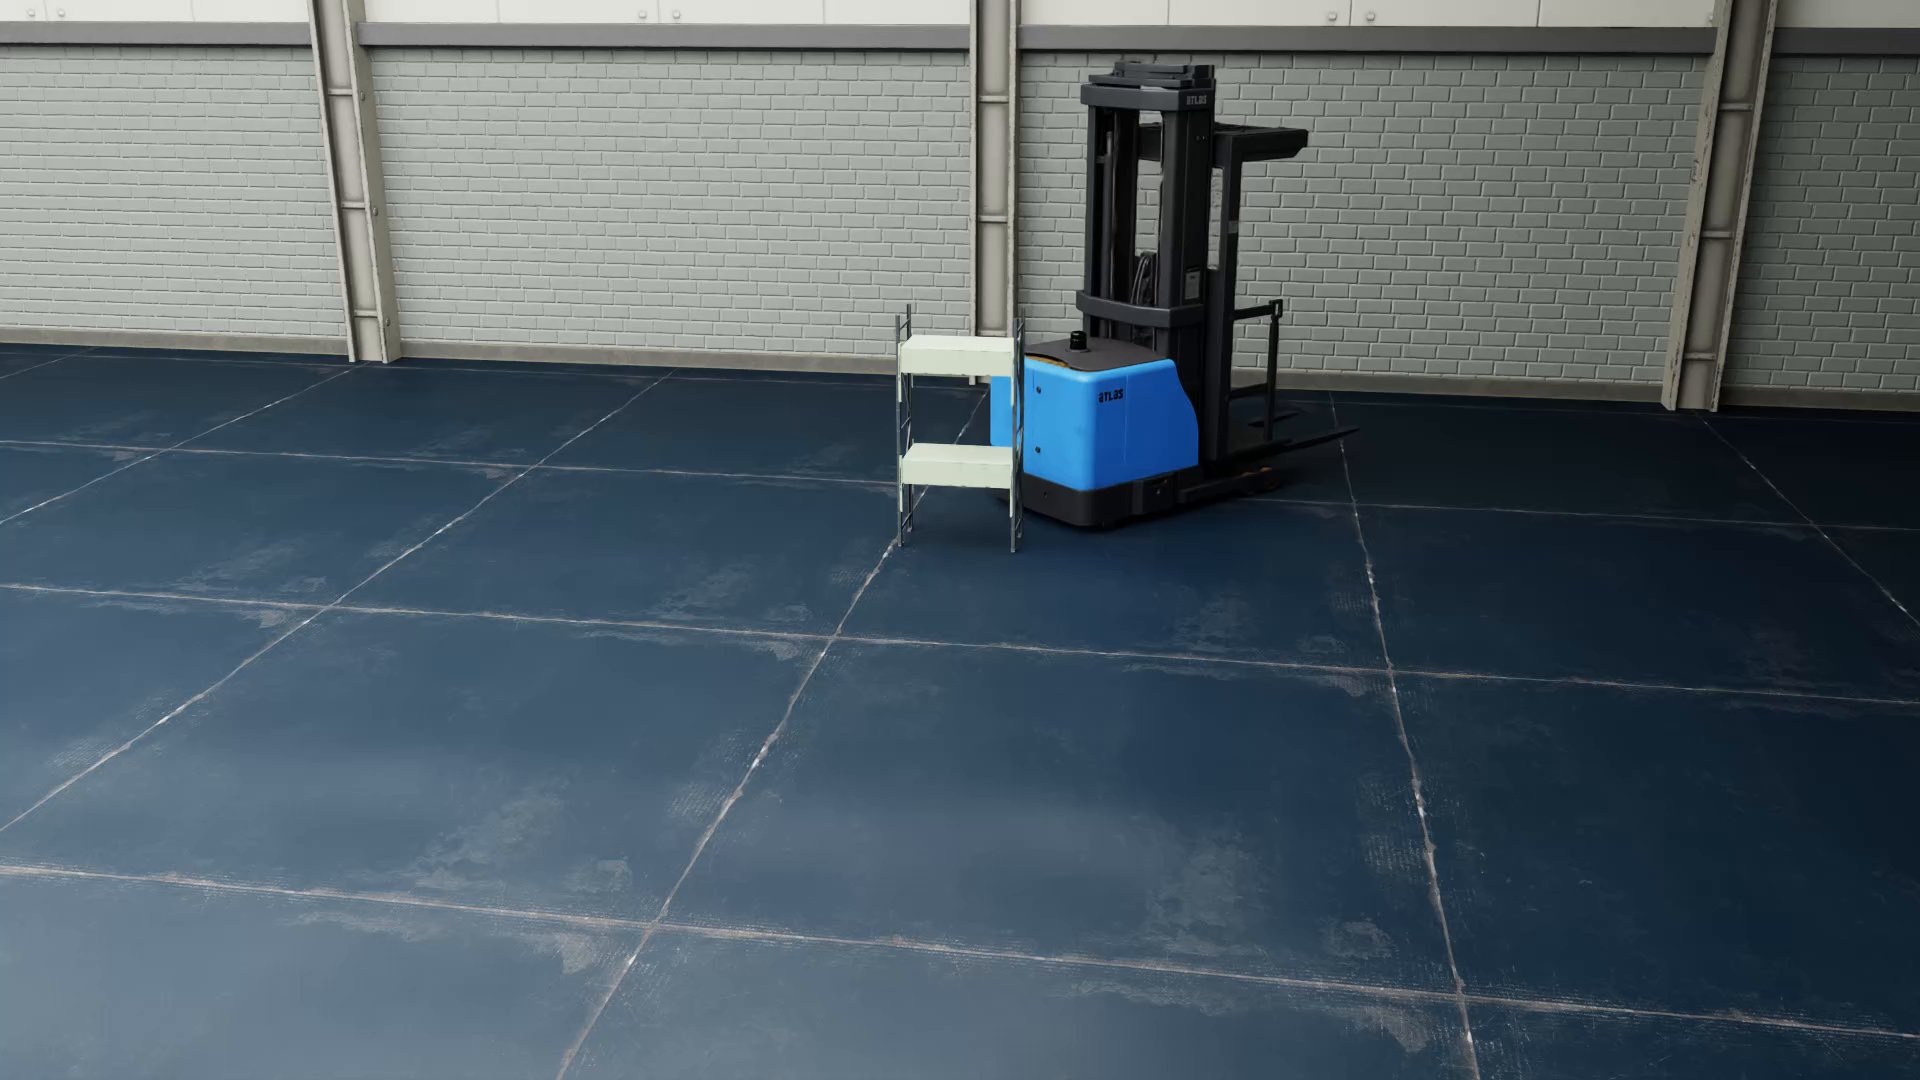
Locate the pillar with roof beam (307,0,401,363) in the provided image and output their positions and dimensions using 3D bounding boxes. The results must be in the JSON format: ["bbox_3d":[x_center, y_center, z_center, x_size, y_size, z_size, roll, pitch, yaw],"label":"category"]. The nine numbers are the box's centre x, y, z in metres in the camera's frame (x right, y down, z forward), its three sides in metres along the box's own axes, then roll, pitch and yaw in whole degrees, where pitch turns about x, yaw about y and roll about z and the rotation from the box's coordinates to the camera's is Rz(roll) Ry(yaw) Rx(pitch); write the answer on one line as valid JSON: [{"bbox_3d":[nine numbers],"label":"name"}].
[{"bbox_3d":[-6.305,-4.662,10.556,0.400,9.000,9.100,3,19,9],"label":"pillar with roof beam"}]

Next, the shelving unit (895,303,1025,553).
[{"bbox_3d":[0.007,-0.711,10.564,0.755,1.500,0.431,3,19,9],"label":"shelving unit"}]

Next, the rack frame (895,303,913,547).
[{"bbox_3d":[-0.355,-0.729,10.619,0.023,1.500,0.400,3,19,9],"label":"rack frame"}]

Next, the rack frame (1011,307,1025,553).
[{"bbox_3d":[0.368,-0.692,10.509,0.023,1.500,0.400,3,19,9],"label":"rack frame"}]

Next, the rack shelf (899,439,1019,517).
[{"bbox_3d":[0.007,-0.402,10.668,0.720,0.370,0.431,3,19,9],"label":"rack shelf"}]

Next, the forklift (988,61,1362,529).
[{"bbox_3d":[1.666,-1.824,11.636,3.031,2.935,1.130,-14,23,-36],"label":"forklift"}]

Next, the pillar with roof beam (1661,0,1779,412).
[{"bbox_3d":[5.543,-4.058,8.751,0.400,9.000,9.100,3,19,9],"label":"pillar with roof beam"}]

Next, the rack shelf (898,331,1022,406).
[{"bbox_3d":[0.007,-1.081,10.440,0.720,0.370,0.431,3,19,9],"label":"rack shelf"}]

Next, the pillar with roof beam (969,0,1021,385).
[{"bbox_3d":[-0.381,-4.360,9.653,0.400,9.000,9.100,3,19,9],"label":"pillar with roof beam"}]
